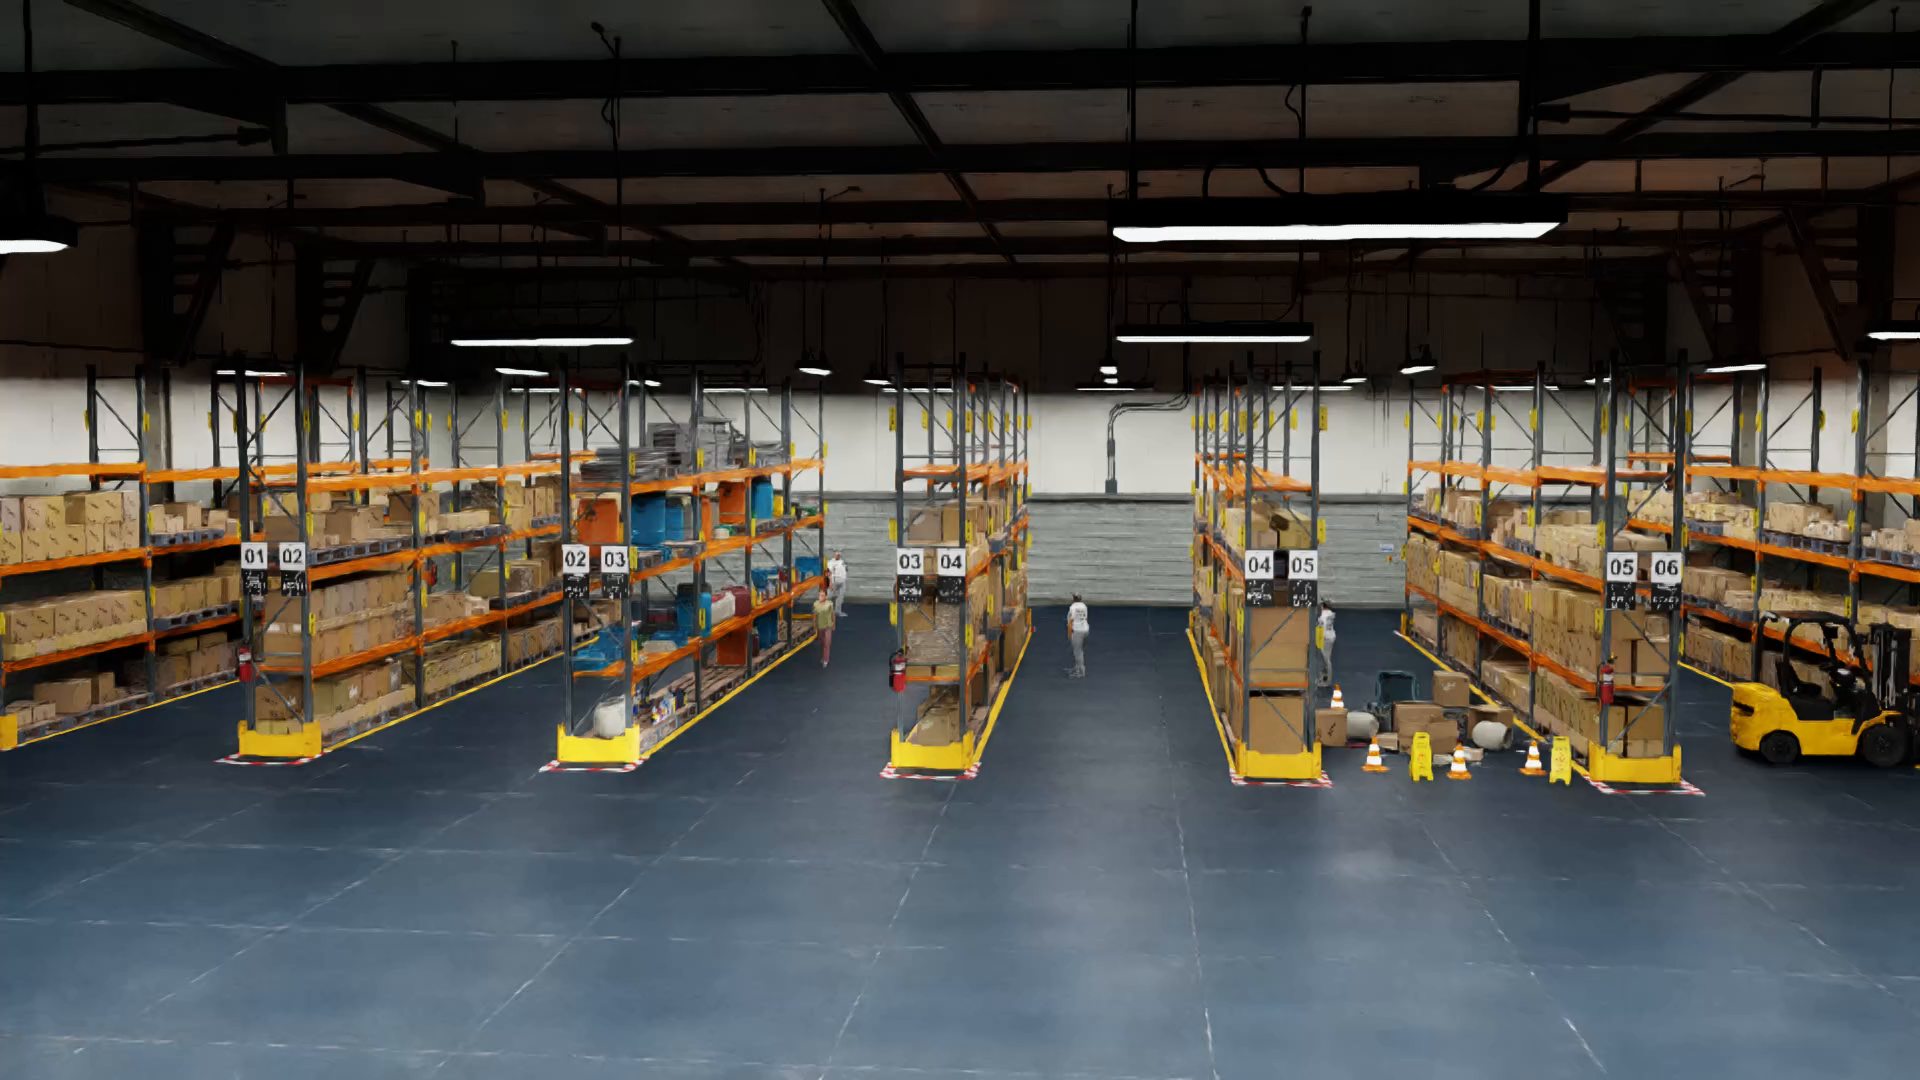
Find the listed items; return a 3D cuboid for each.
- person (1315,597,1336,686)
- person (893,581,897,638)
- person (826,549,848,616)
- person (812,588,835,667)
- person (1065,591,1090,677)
[{"bbox_3d":[6.892,1.917,31.499,0.463,1.677,0.524,3,5,37],"label":"person"},{"bbox_3d":[-1.174,1.420,38.307,0.729,1.733,0.544,0,4,4],"label":"person"},{"bbox_3d":[-3.286,1.095,42.799,0.730,1.747,0.525,-4,5,-41],"label":"person"},{"bbox_3d":[-2.818,1.766,34.135,0.448,1.590,1.110,1,4,8],"label":"person"},{"bbox_3d":[2.293,1.836,32.788,0.554,1.653,0.598,3,5,36],"label":"person"}]
